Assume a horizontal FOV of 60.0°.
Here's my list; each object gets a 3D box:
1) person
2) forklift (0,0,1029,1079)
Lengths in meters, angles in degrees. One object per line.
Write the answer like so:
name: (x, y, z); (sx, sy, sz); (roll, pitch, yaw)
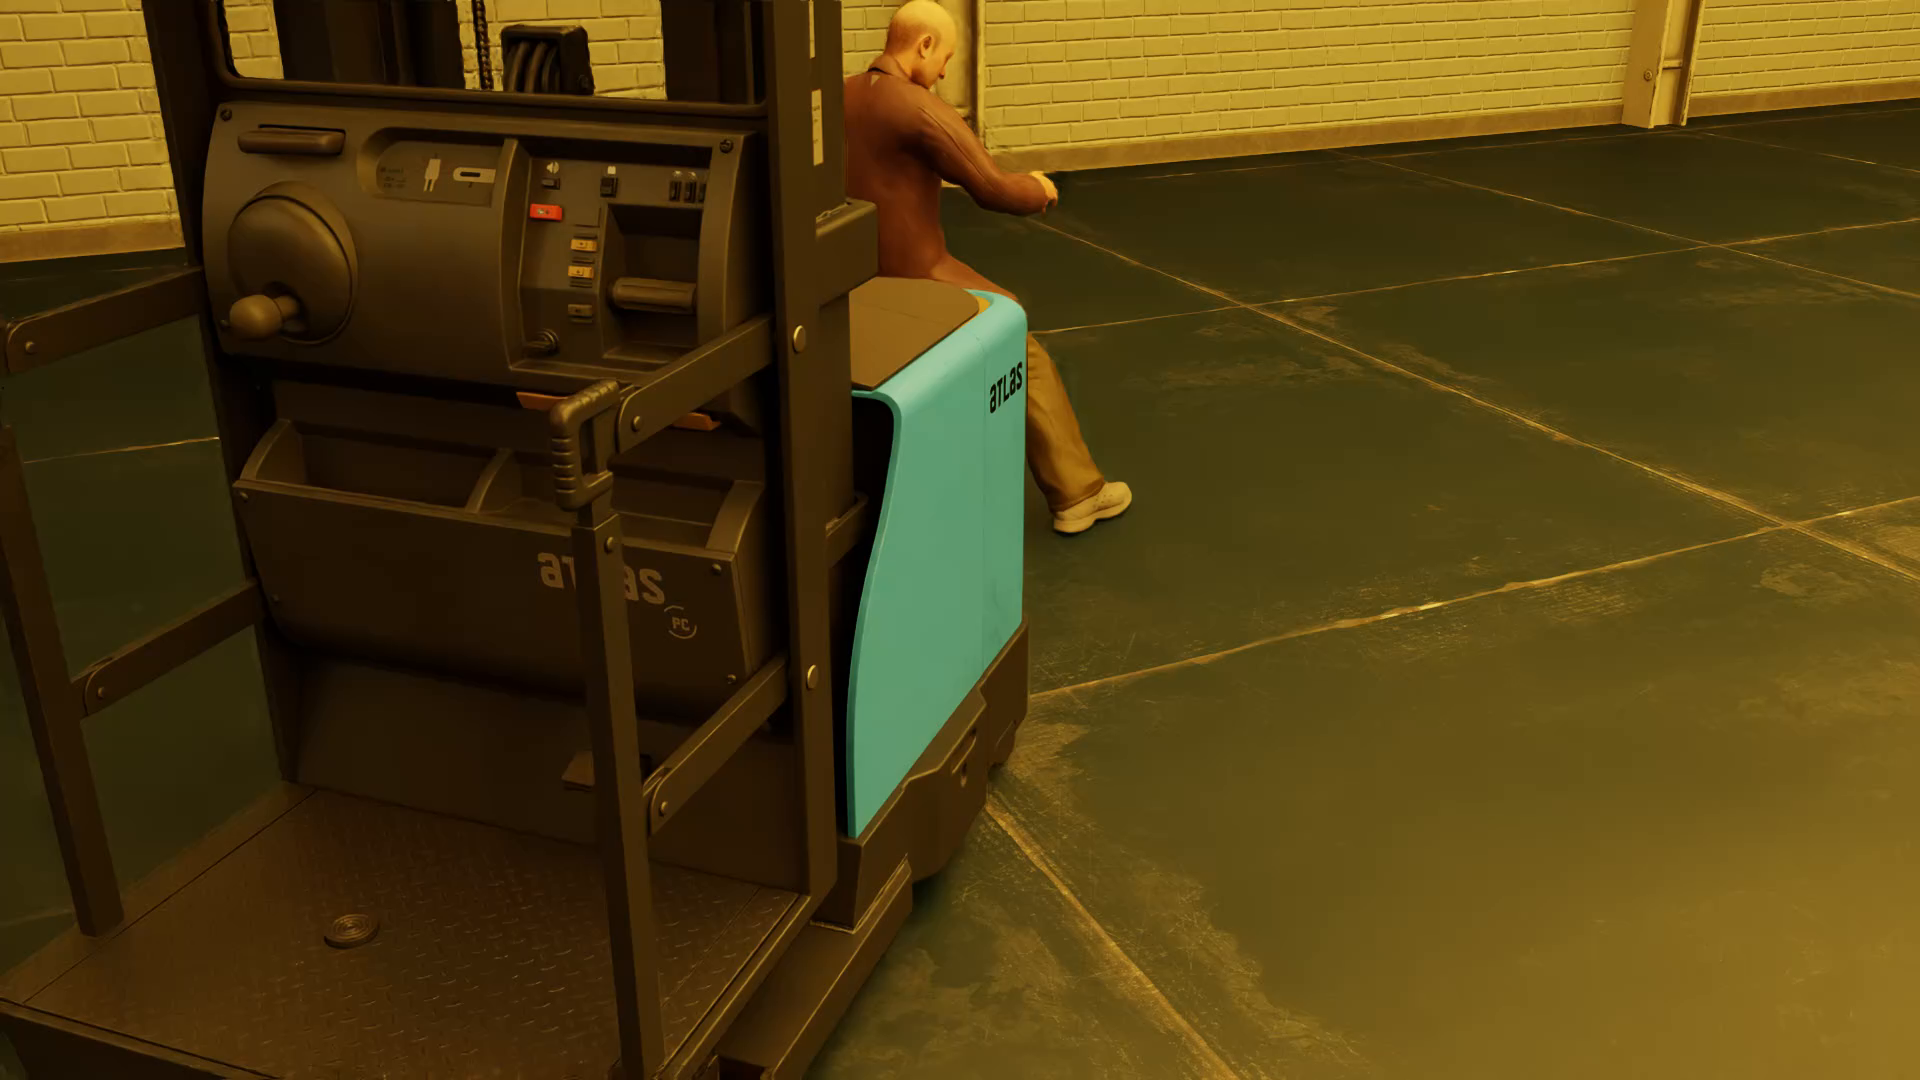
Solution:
person: (-0.070, -0.925, 5.322); (0.768, 1.540, 1.342); (-14, 27, -31)
forklift: (-0.823, -0.430, 2.321); (1.130, 2.935, 3.031); (8, 24, 18)
